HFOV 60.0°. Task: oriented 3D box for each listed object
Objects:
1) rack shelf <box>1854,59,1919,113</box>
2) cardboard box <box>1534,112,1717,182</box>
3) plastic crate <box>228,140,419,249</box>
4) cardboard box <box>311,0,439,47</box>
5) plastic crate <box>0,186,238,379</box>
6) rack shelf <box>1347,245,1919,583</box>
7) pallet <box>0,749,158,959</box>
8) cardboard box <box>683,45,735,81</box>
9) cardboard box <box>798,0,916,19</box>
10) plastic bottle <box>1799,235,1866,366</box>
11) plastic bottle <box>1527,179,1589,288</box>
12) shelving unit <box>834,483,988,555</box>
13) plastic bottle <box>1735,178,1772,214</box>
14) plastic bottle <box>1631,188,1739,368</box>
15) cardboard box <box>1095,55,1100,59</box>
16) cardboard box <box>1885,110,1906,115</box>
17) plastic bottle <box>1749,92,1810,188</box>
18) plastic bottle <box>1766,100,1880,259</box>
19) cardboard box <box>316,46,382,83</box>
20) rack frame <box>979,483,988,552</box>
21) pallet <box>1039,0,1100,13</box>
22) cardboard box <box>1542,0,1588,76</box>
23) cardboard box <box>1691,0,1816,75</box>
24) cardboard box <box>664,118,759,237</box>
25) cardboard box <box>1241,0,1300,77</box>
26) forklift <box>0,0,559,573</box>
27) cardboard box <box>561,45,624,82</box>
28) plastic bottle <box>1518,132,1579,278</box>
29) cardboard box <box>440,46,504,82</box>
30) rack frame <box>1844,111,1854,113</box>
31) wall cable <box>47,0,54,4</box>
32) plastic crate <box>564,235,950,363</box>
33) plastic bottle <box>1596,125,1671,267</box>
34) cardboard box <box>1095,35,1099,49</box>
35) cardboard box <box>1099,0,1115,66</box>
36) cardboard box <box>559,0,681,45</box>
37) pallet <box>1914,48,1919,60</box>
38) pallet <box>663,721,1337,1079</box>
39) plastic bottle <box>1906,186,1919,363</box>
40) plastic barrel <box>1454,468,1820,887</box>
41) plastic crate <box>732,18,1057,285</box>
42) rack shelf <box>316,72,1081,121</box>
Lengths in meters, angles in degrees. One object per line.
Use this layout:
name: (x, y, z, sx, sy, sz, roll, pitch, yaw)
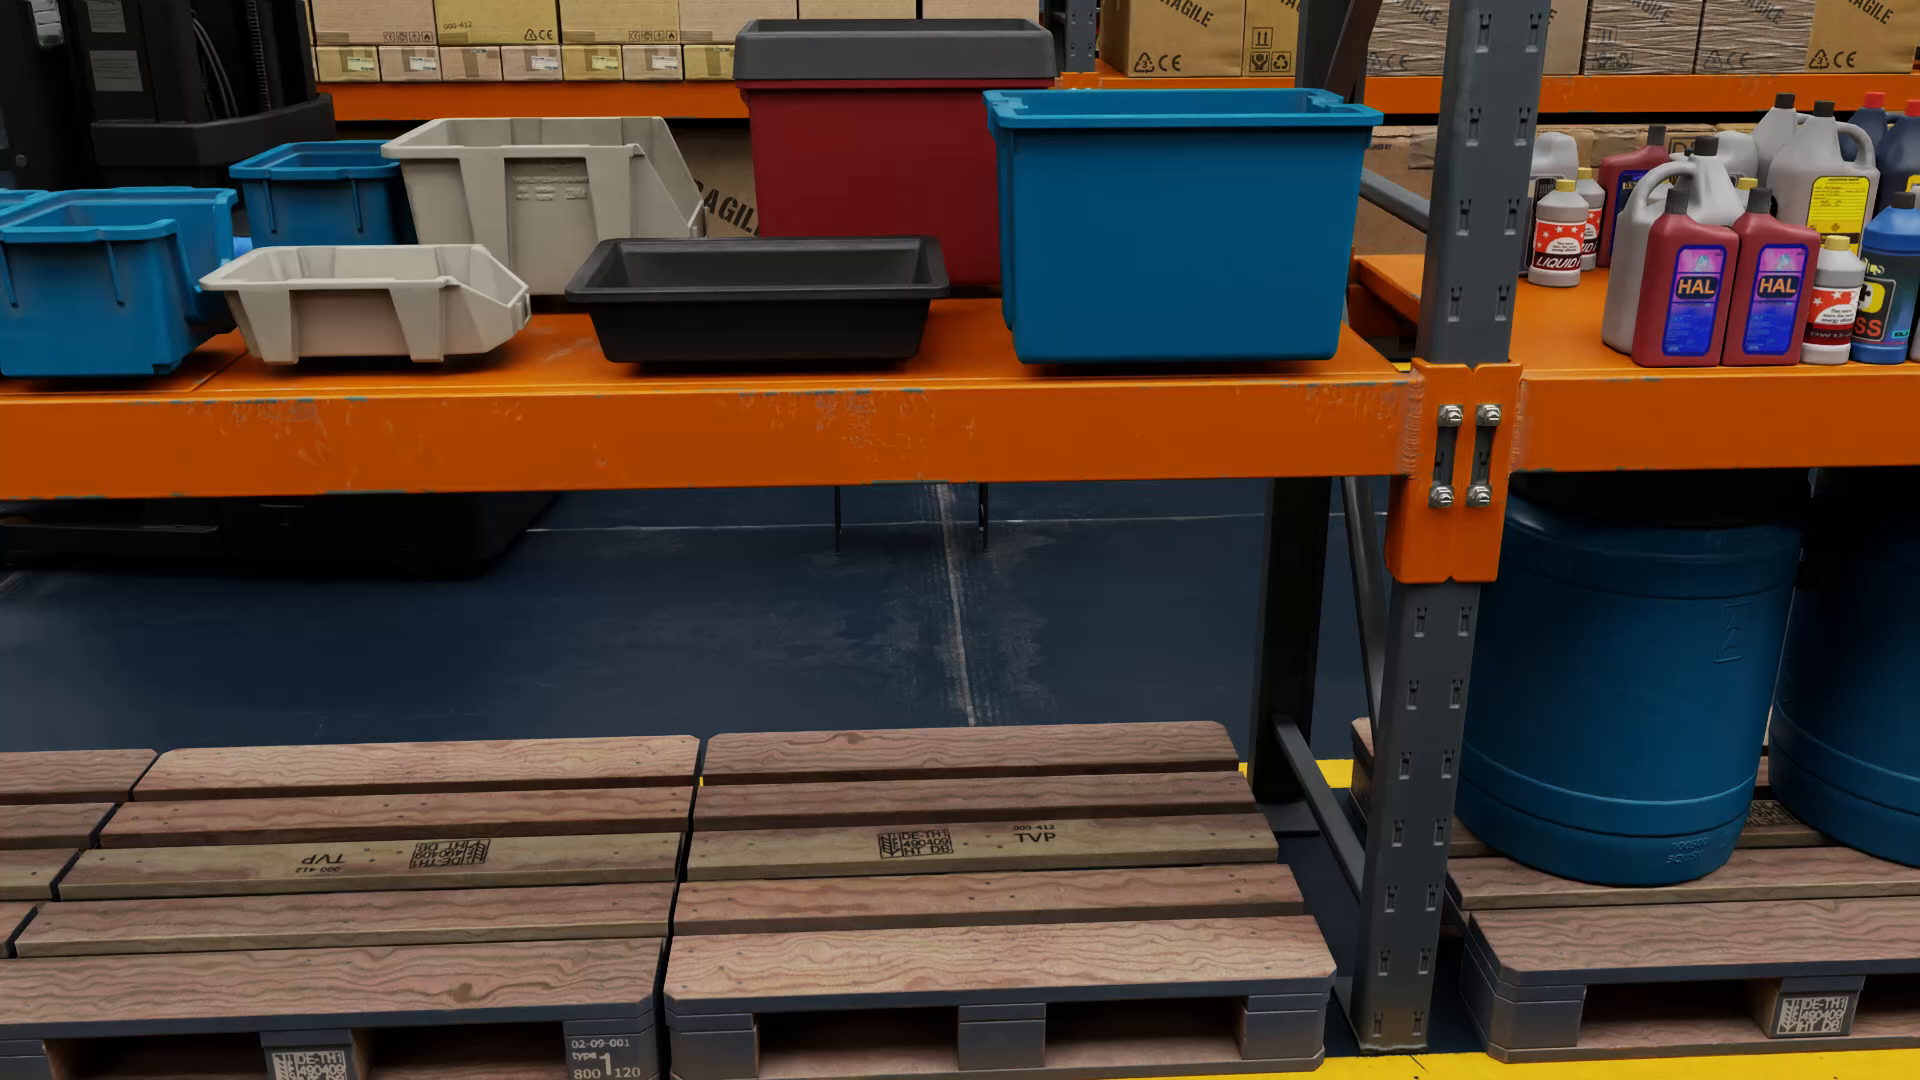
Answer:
rack shelf: (6.488, -2.165, 8.103, 4.000, 0.370, 1.077, -1, 21, -3)
cardboard box: (2.911, -1.642, 8.114, 0.875, 0.875, 1.225, -1, 21, -3)
plastic crate: (-1.177, -0.621, 3.189, 0.300, 0.233, 0.416, -1, 21, -3)
cardboard box: (-2.483, -2.294, 7.223, 0.500, 0.250, 0.500, -1, 21, -4)
plastic crate: (-1.334, -0.410, 2.632, 0.300, 0.233, 0.416, -1, 21, -3)
rack shelf: (2.777, -0.325, 3.269, 4.000, 0.370, 1.077, -1, 21, -3)
pallet: (-2.387, 0.761, 3.325, 1.213, 0.211, 1.003, -1, 21, -3)
cardboard box: (-1.071, -2.113, 7.309, 0.250, 0.149, 0.380, -1, 21, -4)
cardboard box: (-0.445, -2.335, 7.331, 0.500, 0.250, 0.500, -1, 21, -1)
plastic bottle: (1.418, -0.395, 2.721, 0.097, 0.201, 0.097, 0, 21, 0)
plastic bottle: (1.181, -0.606, 3.277, 0.097, 0.201, 0.097, 0, 21, 0)
shelving unit: (-0.165, -0.557, 5.399, 0.503, 1.200, 0.258, -1, 21, -3)
plastic bottle: (1.546, -0.614, 3.296, 0.097, 0.201, 0.097, 0, 21, 0)
plastic bottle: (1.171, -0.422, 2.676, 0.133, 0.283, 0.061, -1, 21, -3)
cardboard box: (1.068, -3.443, 12.318, 0.500, 0.250, 0.500, -2, 21, -5)
cardboard box: (6.725, -3.388, 12.876, 0.750, 0.750, 1.050, -1, 21, -3)
plastic bottle: (1.679, -0.732, 3.397, 0.185, 0.351, 0.144, -1, 21, -3)
plastic bottle: (1.688, -0.681, 3.263, 0.185, 0.351, 0.144, -1, 21, -3)
cardboard box: (-2.611, -2.082, 7.227, 0.250, 0.149, 0.380, -2, 21, -4)
rack frame: (0.078, -0.562, 5.412, 0.015, 1.200, 0.240, -1, 21, -3)
pallet: (1.087, -4.018, 12.228, 1.213, 0.211, 1.003, -1, 21, -3)
cardboard box: (2.488, -2.380, 7.515, 0.500, 0.500, 0.500, -1, 21, -2)
cardboard box: (3.515, -2.401, 7.572, 0.500, 0.500, 0.500, -1, 21, -4)
cardboard box: (-1.064, -1.580, 7.950, 0.875, 0.875, 0.875, -1, 21, -3)
cardboard box: (1.473, -2.357, 7.457, 0.500, 0.500, 0.500, -1, 21, -3)
forklift: (-2.937, -1.463, 5.344, 3.031, 2.935, 1.130, 2, 21, 5)
cardboard box: (-1.587, -2.103, 7.281, 0.250, 0.149, 0.380, -2, 21, -4)
plastic bottle: (1.156, -0.685, 3.379, 0.135, 0.276, 0.152, -1, 21, -3)
cardboard box: (-2.097, -2.092, 7.254, 0.250, 0.149, 0.380, -2, 21, -4)
rack frame: (4.491, -2.461, 7.869, 0.127, 3.000, 1.000, -1, 21, -3)
wall cable: (-9.782, -6.674, 17.508, 0.122, 1.984, 0.588, -1, 21, -3)
plastic crate: (-0.322, -0.401, 2.762, 0.590, 0.125, 0.437, -1, 21, -3)
plastic bottle: (1.384, -0.709, 3.432, 0.133, 0.283, 0.061, -1, 21, -3)
cardboard box: (1.448, -5.165, 17.368, 0.875, 0.875, 0.875, -1, 21, -1)
cardboard box: (0.949, -2.533, 7.917, 0.500, 0.500, 0.500, -1, 21, -3)
cardboard box: (-1.460, -2.315, 7.279, 0.500, 0.250, 0.500, -2, 21, -4)
pallet: (5.197, -2.423, 8.040, 1.003, 0.211, 1.213, -1, 21, -3)
pallet: (0.049, 0.712, 3.455, 1.213, 0.211, 1.003, -1, 21, -3)
plastic bottle: (1.630, -0.444, 2.745, 0.135, 0.276, 0.152, -1, 21, -3)
plastic barrel: (1.325, 0.159, 3.346, 0.708, 0.901, 0.600, -1, 21, -3)
plastic crate: (-0.125, -0.749, 3.198, 0.583, 0.464, 0.402, -1, 21, -3)
rack shelf: (-1.499, -2.003, 7.677, 4.000, 0.370, 1.077, -1, 21, -3)
